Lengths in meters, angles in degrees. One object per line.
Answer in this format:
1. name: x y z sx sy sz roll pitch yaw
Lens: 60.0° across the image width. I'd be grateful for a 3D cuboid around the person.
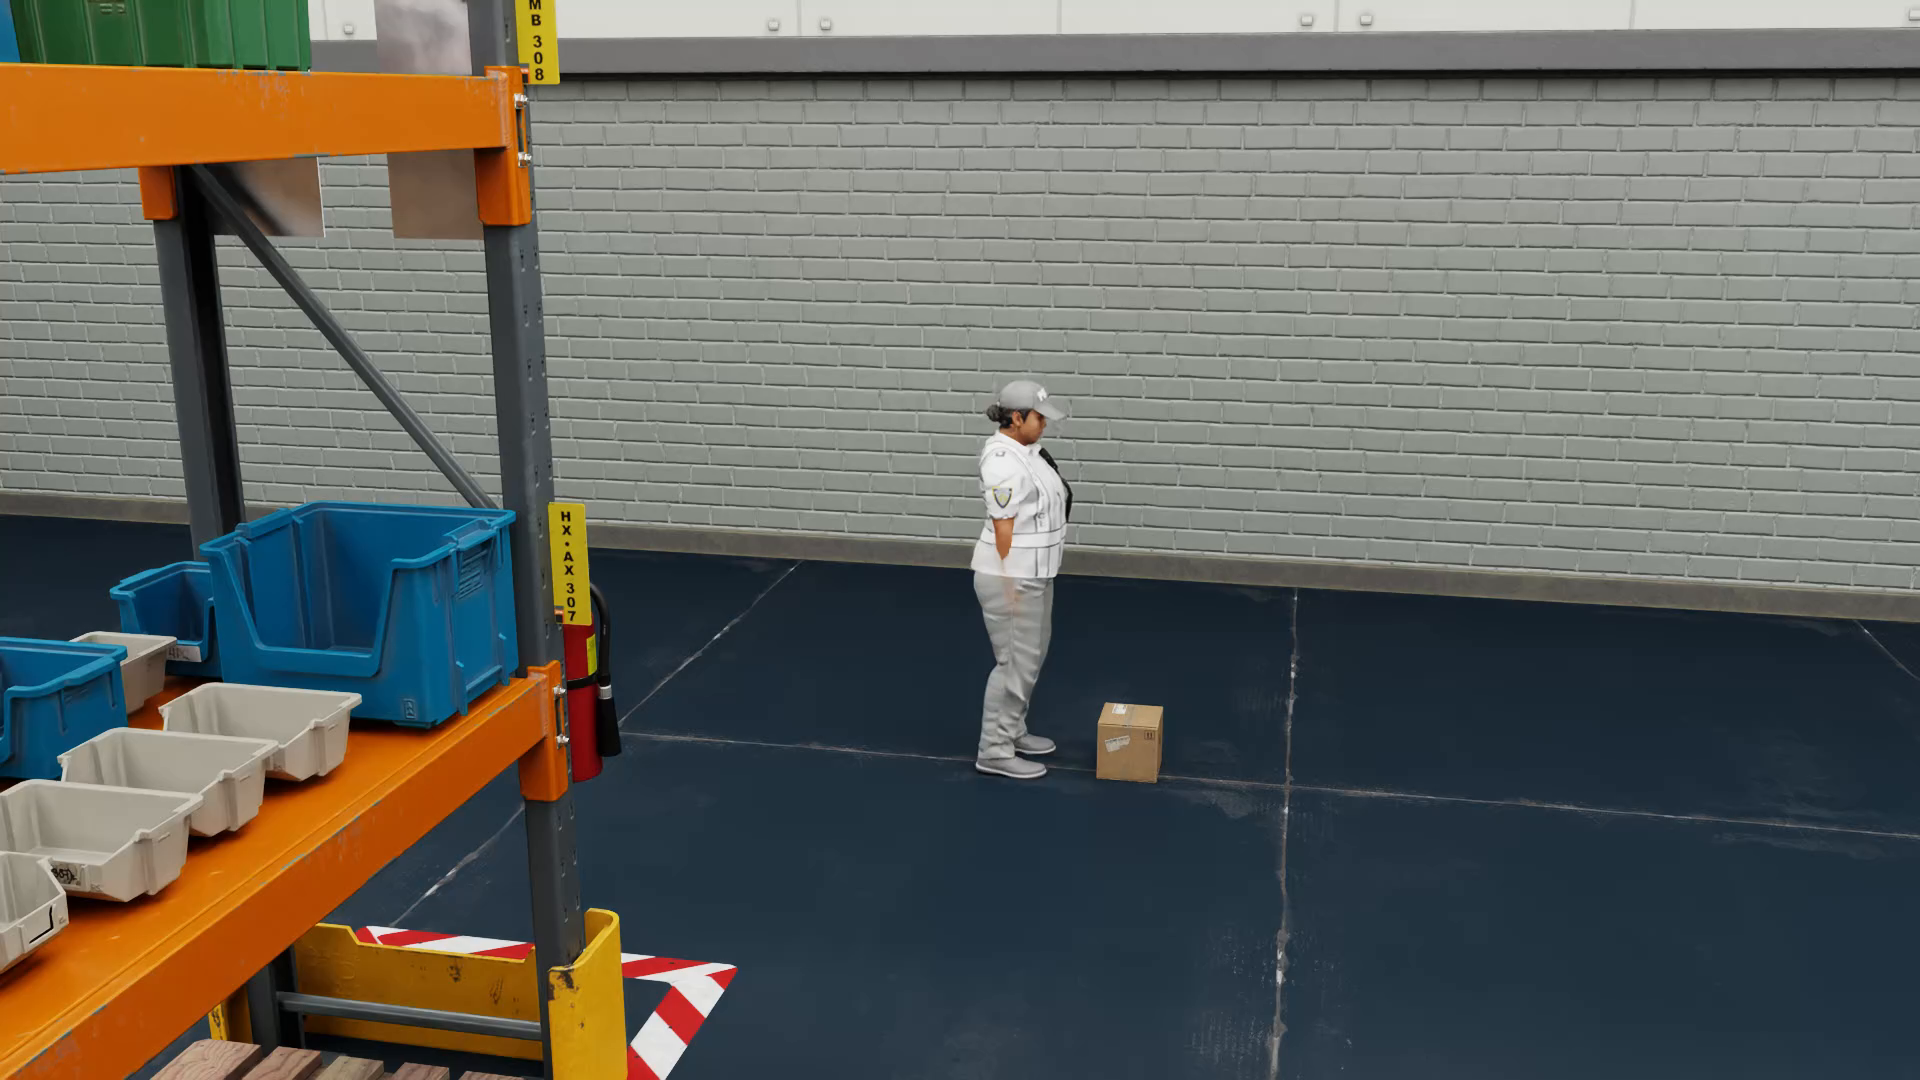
1. person: 0.252 0.150 6.964 0.390 1.658 0.470 3 15 12
